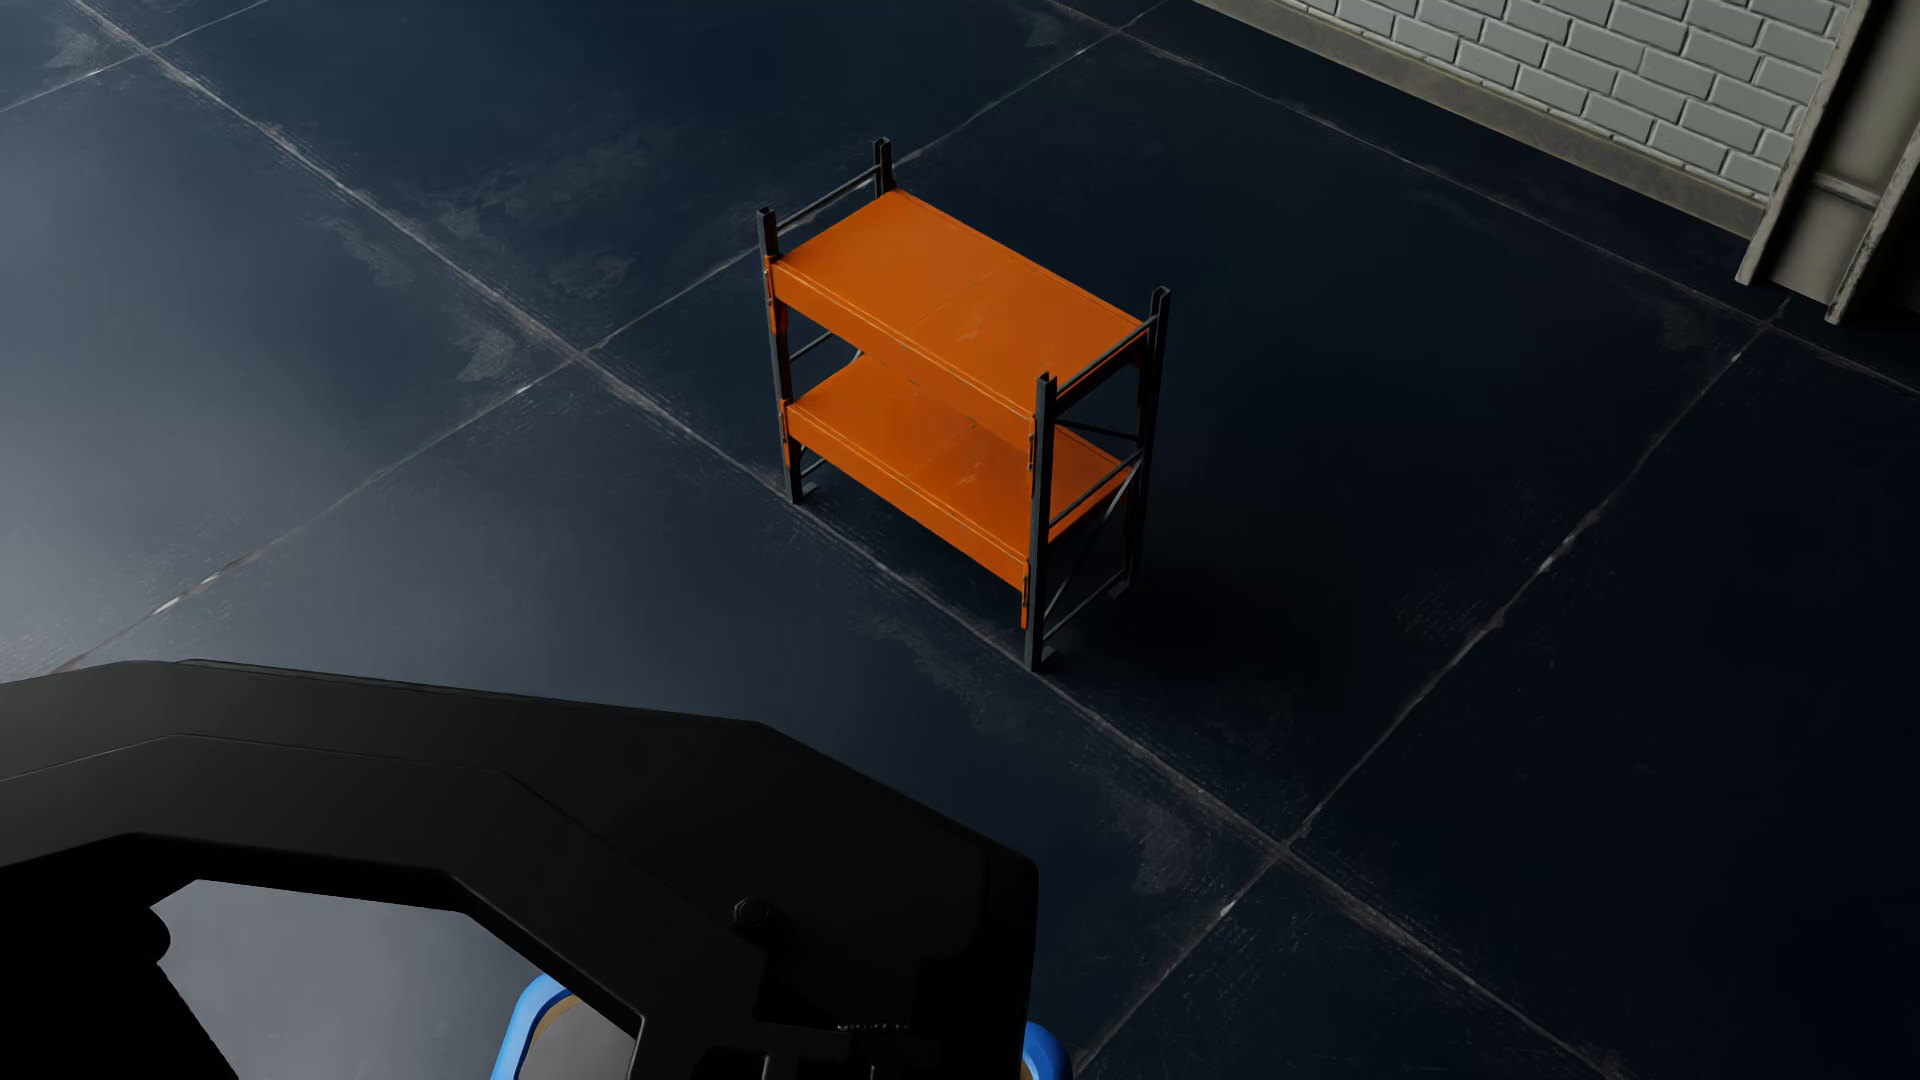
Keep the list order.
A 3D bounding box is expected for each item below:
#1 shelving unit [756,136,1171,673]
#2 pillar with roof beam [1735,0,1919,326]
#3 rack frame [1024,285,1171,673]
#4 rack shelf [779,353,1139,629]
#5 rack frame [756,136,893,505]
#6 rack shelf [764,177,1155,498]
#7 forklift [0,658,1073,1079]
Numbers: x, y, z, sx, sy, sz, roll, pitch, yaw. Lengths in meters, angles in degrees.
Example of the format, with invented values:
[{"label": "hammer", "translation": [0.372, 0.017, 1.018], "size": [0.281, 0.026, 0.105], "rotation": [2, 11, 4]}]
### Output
[{"label": "shelving unit", "translation": [-0.005, -0.388, 4.843], "size": [1.048, 1.125, 0.538], "rotation": [34, 55, 28]}, {"label": "pillar with roof beam", "translation": [0.195, -1.721, 0.693], "size": [0.400, 9.000, 9.100], "rotation": [34, 55, 28]}, {"label": "rack frame", "translation": [0.369, -0.137, 4.607], "size": [0.032, 1.125, 0.500], "rotation": [34, 55, 28]}, {"label": "rack shelf", "translation": [-0.005, -0.221, 5.021], "size": [1.000, 0.278, 0.538], "rotation": [34, 55, 28]}, {"label": "rack frame", "translation": [-0.379, -0.640, 5.079], "size": [0.032, 1.125, 0.500], "rotation": [34, 55, 28]}, {"label": "rack shelf", "translation": [-0.005, -0.589, 4.630], "size": [1.000, 0.278, 0.538], "rotation": [34, 55, 28]}, {"label": "forklift", "translation": [-0.500, 1.618, 1.720], "size": [1.130, 2.935, 3.031], "rotation": [6, 47, 5]}]
